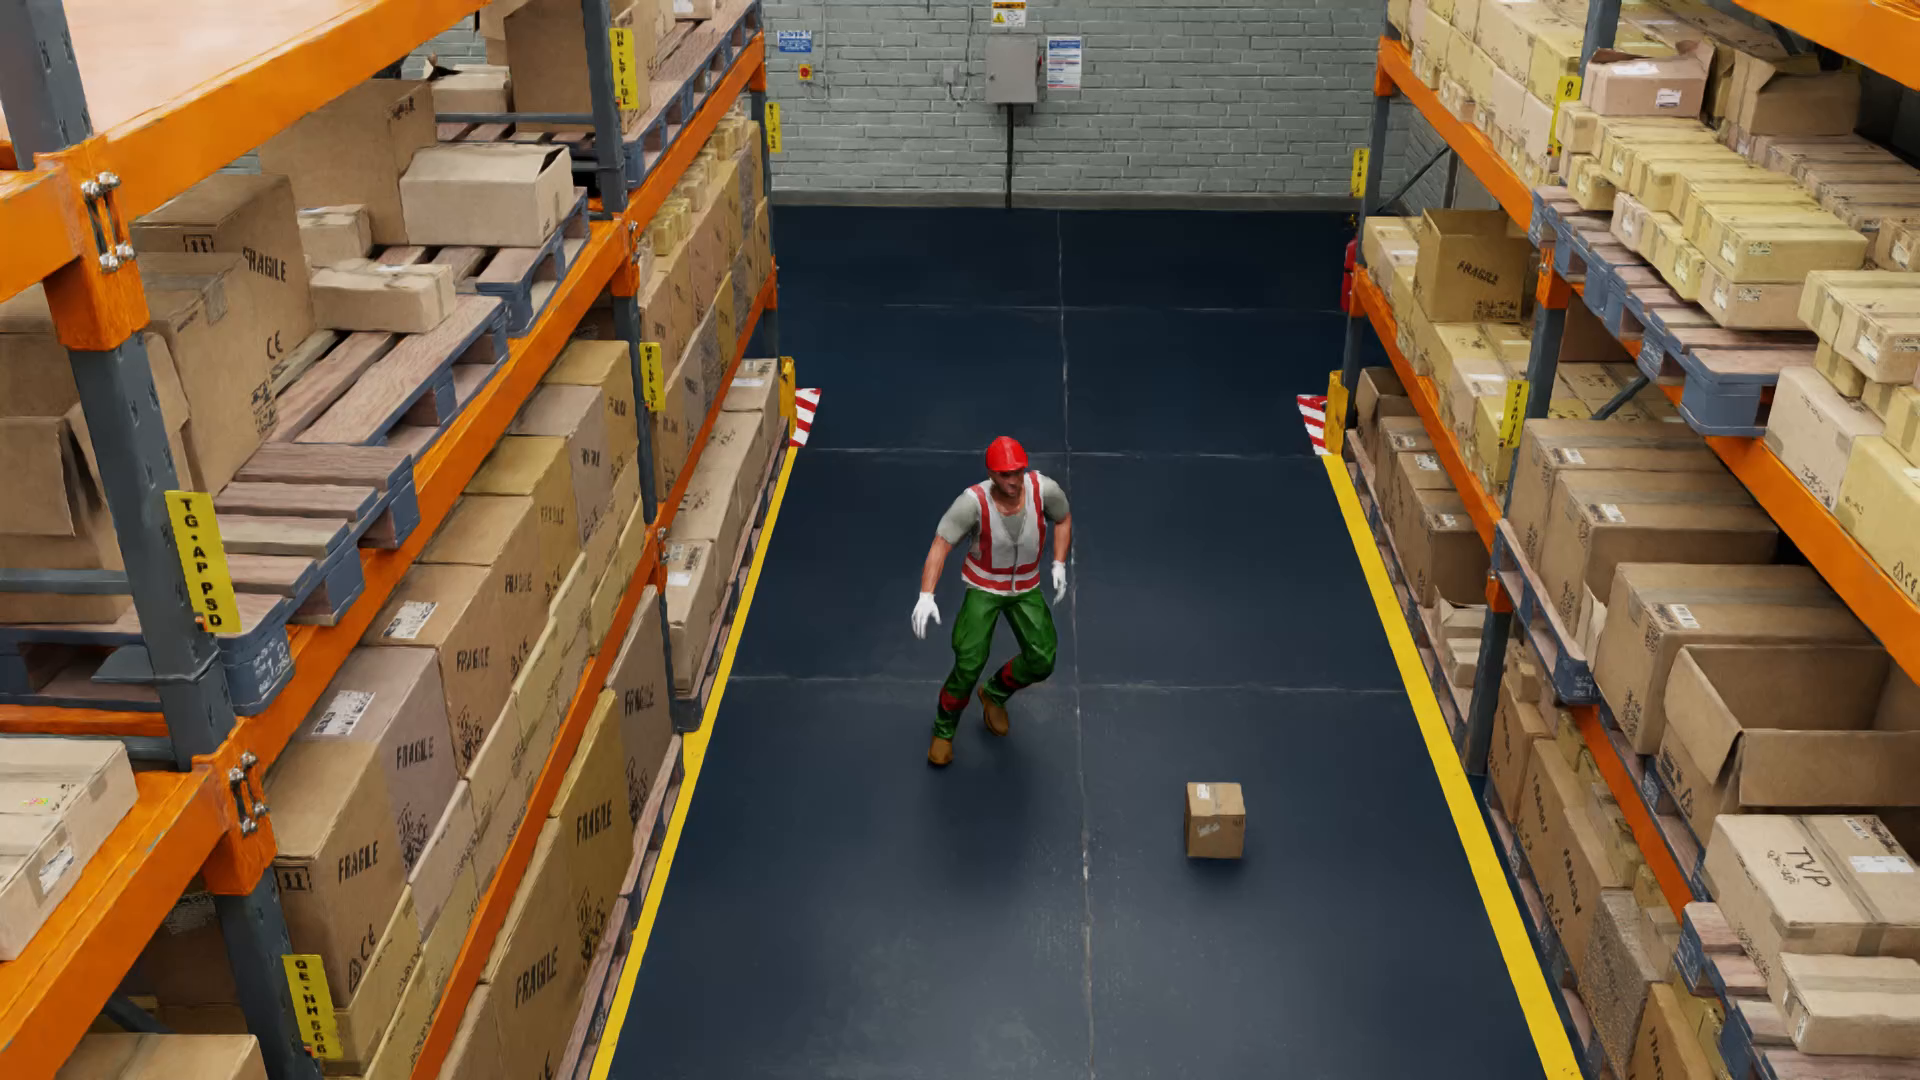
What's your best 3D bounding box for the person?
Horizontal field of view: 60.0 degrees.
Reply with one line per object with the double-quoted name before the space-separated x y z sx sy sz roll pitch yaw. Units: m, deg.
"person" 0.148 0.259 8.231 0.923 1.679 0.496 -11 30 -20
